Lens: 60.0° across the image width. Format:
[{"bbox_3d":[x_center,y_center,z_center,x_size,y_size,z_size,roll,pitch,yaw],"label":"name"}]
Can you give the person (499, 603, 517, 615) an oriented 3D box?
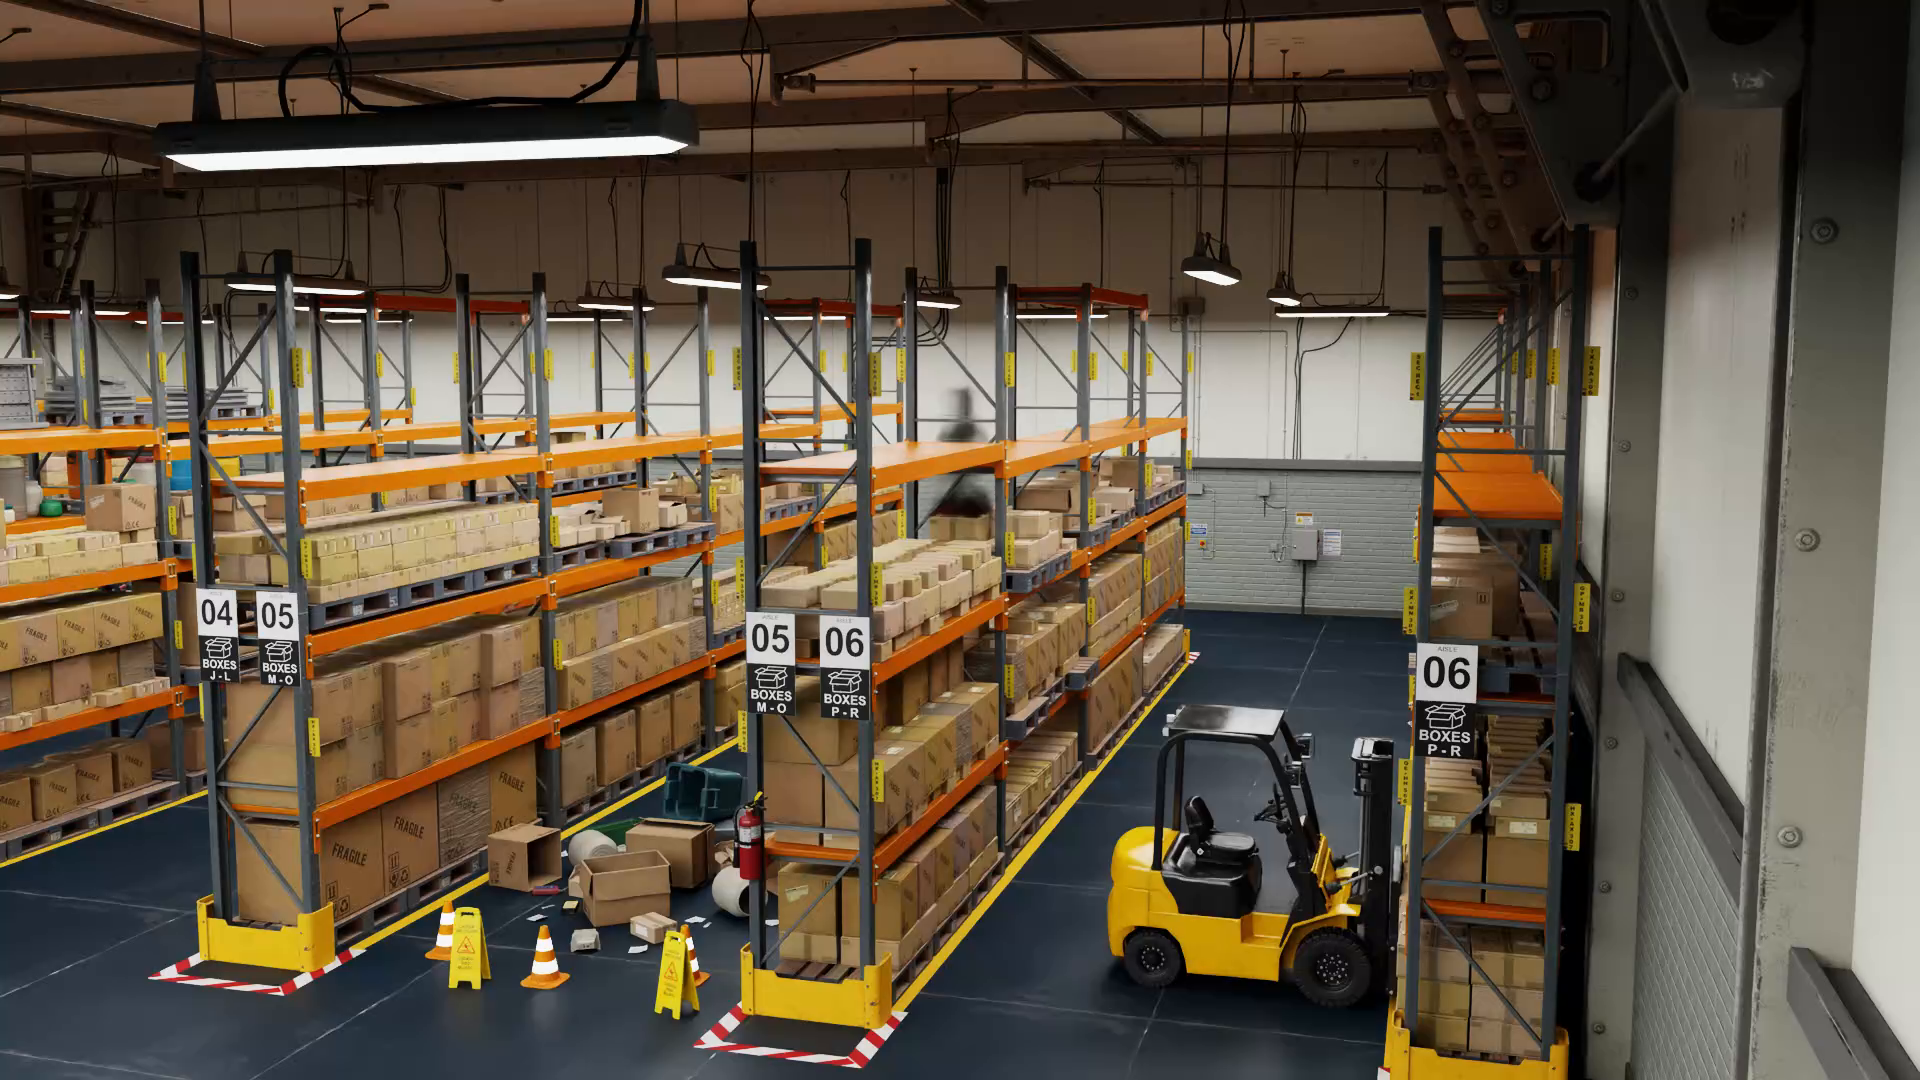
[{"bbox_3d":[-6.417,1.664,23.864,0.534,1.684,0.760,1,7,12],"label":"person"}]
